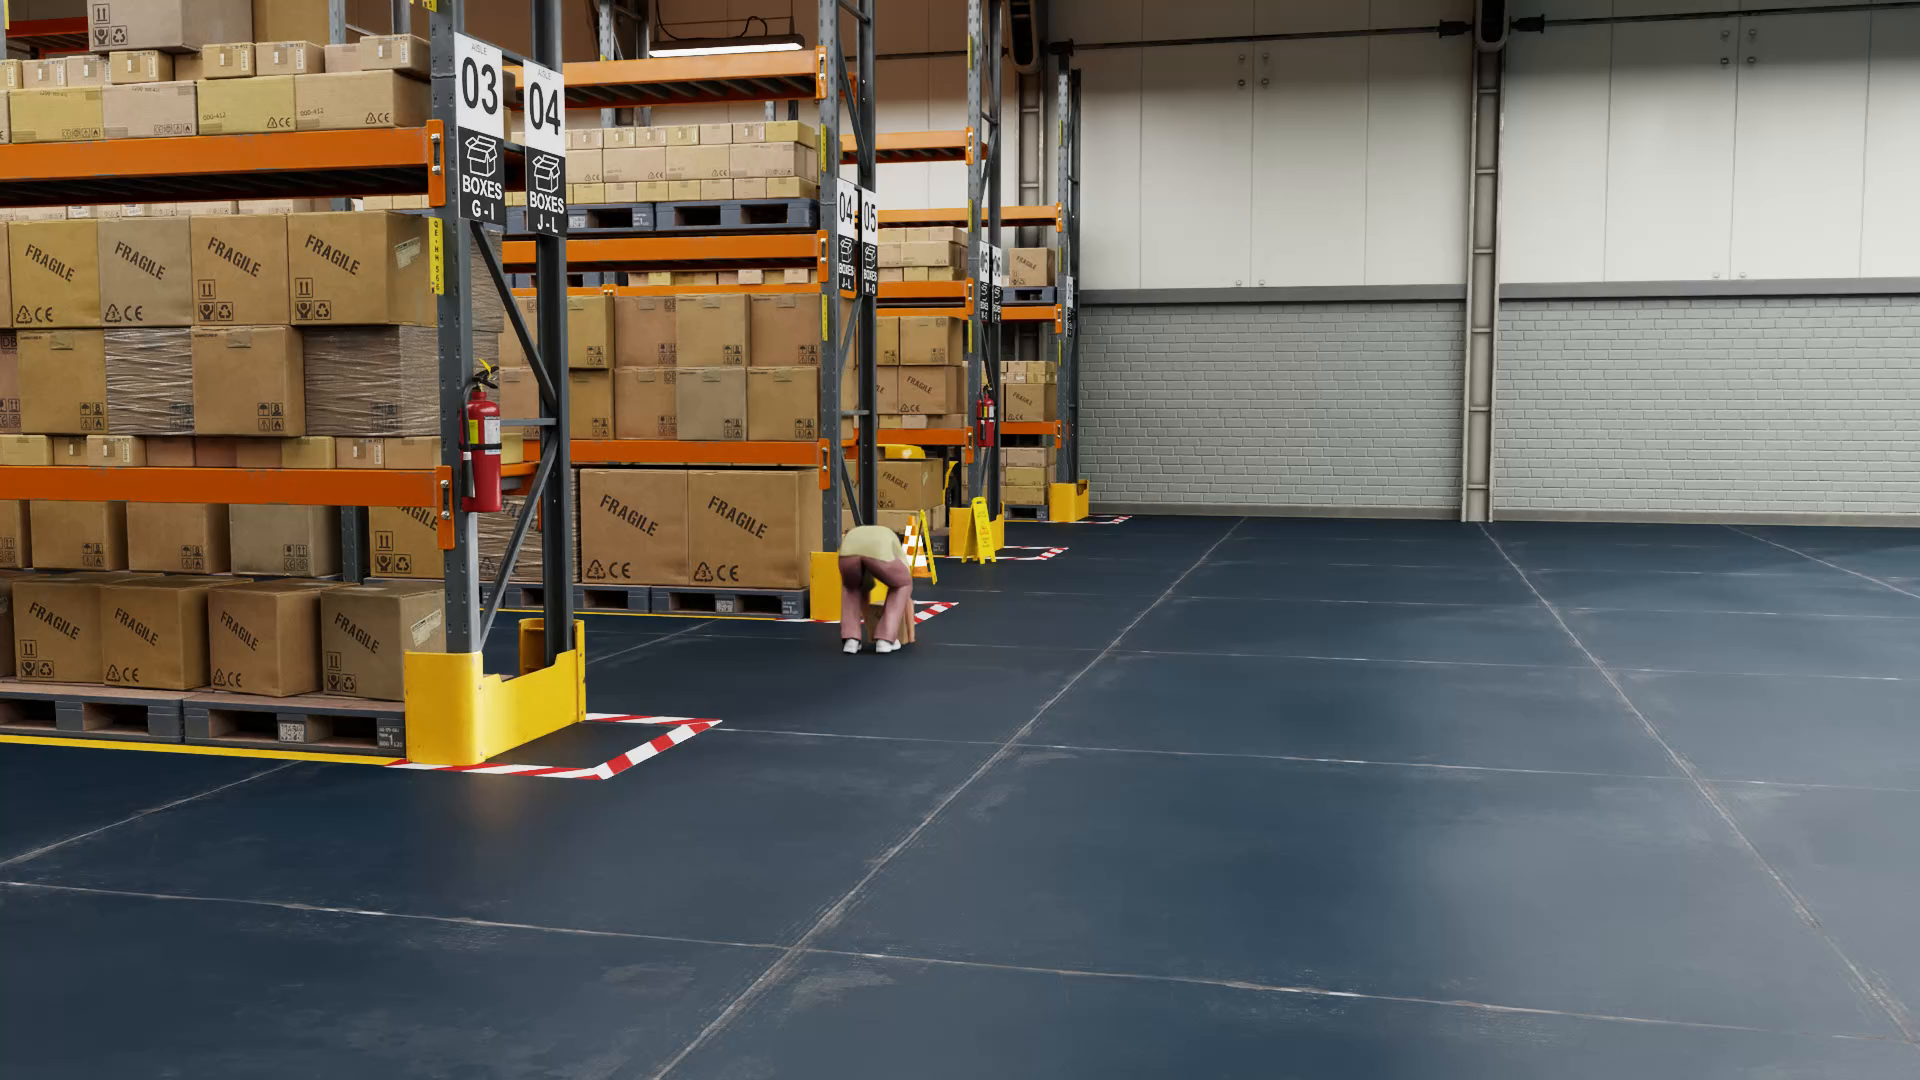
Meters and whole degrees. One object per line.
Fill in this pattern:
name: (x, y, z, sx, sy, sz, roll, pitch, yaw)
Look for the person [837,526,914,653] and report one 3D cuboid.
person: (-0.549, 0.307, 10.786, 0.470, 0.827, 0.857, 1, 5, 11)
